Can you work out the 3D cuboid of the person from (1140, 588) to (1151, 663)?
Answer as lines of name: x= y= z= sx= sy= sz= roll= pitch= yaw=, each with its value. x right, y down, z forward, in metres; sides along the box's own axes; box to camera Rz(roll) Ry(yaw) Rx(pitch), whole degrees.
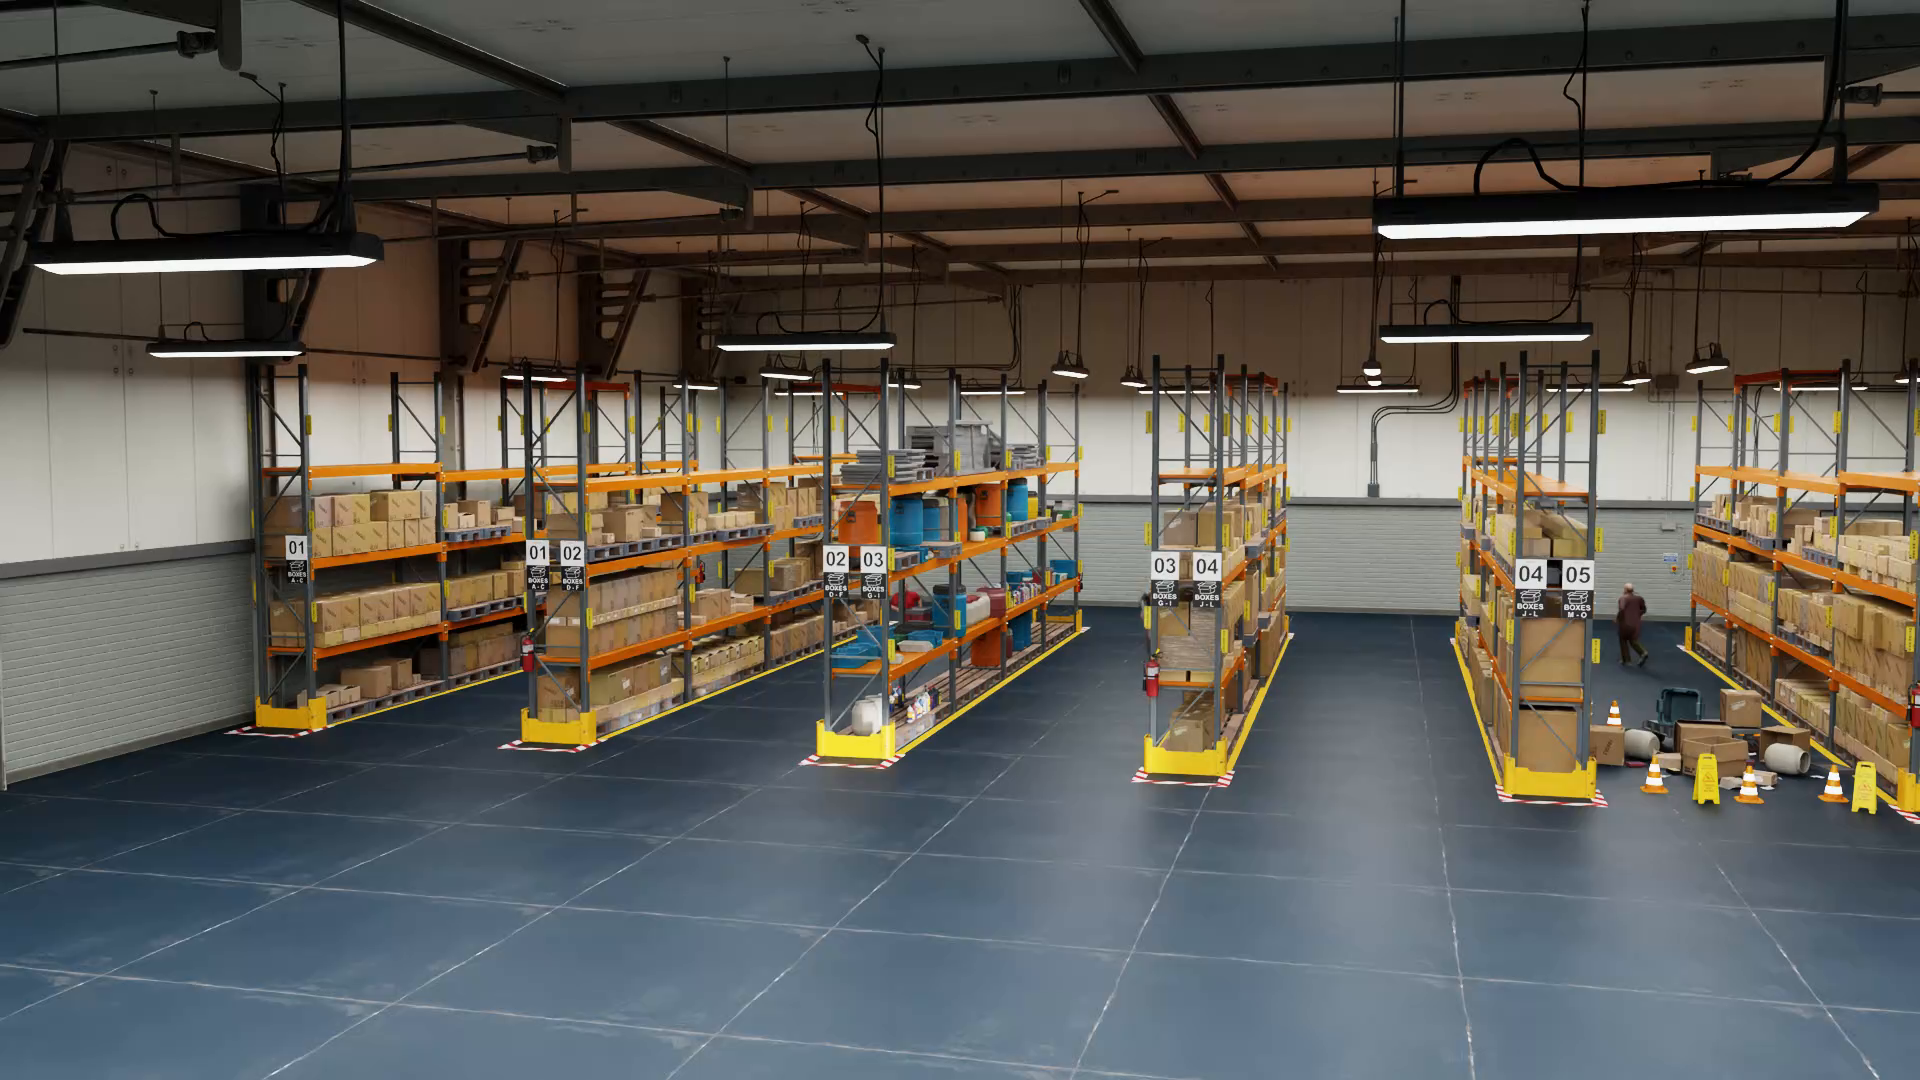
person: x=3.867 y=1.619 z=32.891 sx=0.619 sy=1.809 sz=0.713 roll=1 pitch=4 yaw=7

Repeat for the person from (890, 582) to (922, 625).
person: x=-1.159 y=1.704 z=36.030 sx=0.676 sy=1.632 sz=0.919 roll=0 pitch=4 yaw=4

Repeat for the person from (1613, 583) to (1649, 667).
person: x=13.945 y=1.771 z=34.398 sx=0.707 sy=1.732 sz=0.853 roll=-1 pitch=4 yaw=-11
